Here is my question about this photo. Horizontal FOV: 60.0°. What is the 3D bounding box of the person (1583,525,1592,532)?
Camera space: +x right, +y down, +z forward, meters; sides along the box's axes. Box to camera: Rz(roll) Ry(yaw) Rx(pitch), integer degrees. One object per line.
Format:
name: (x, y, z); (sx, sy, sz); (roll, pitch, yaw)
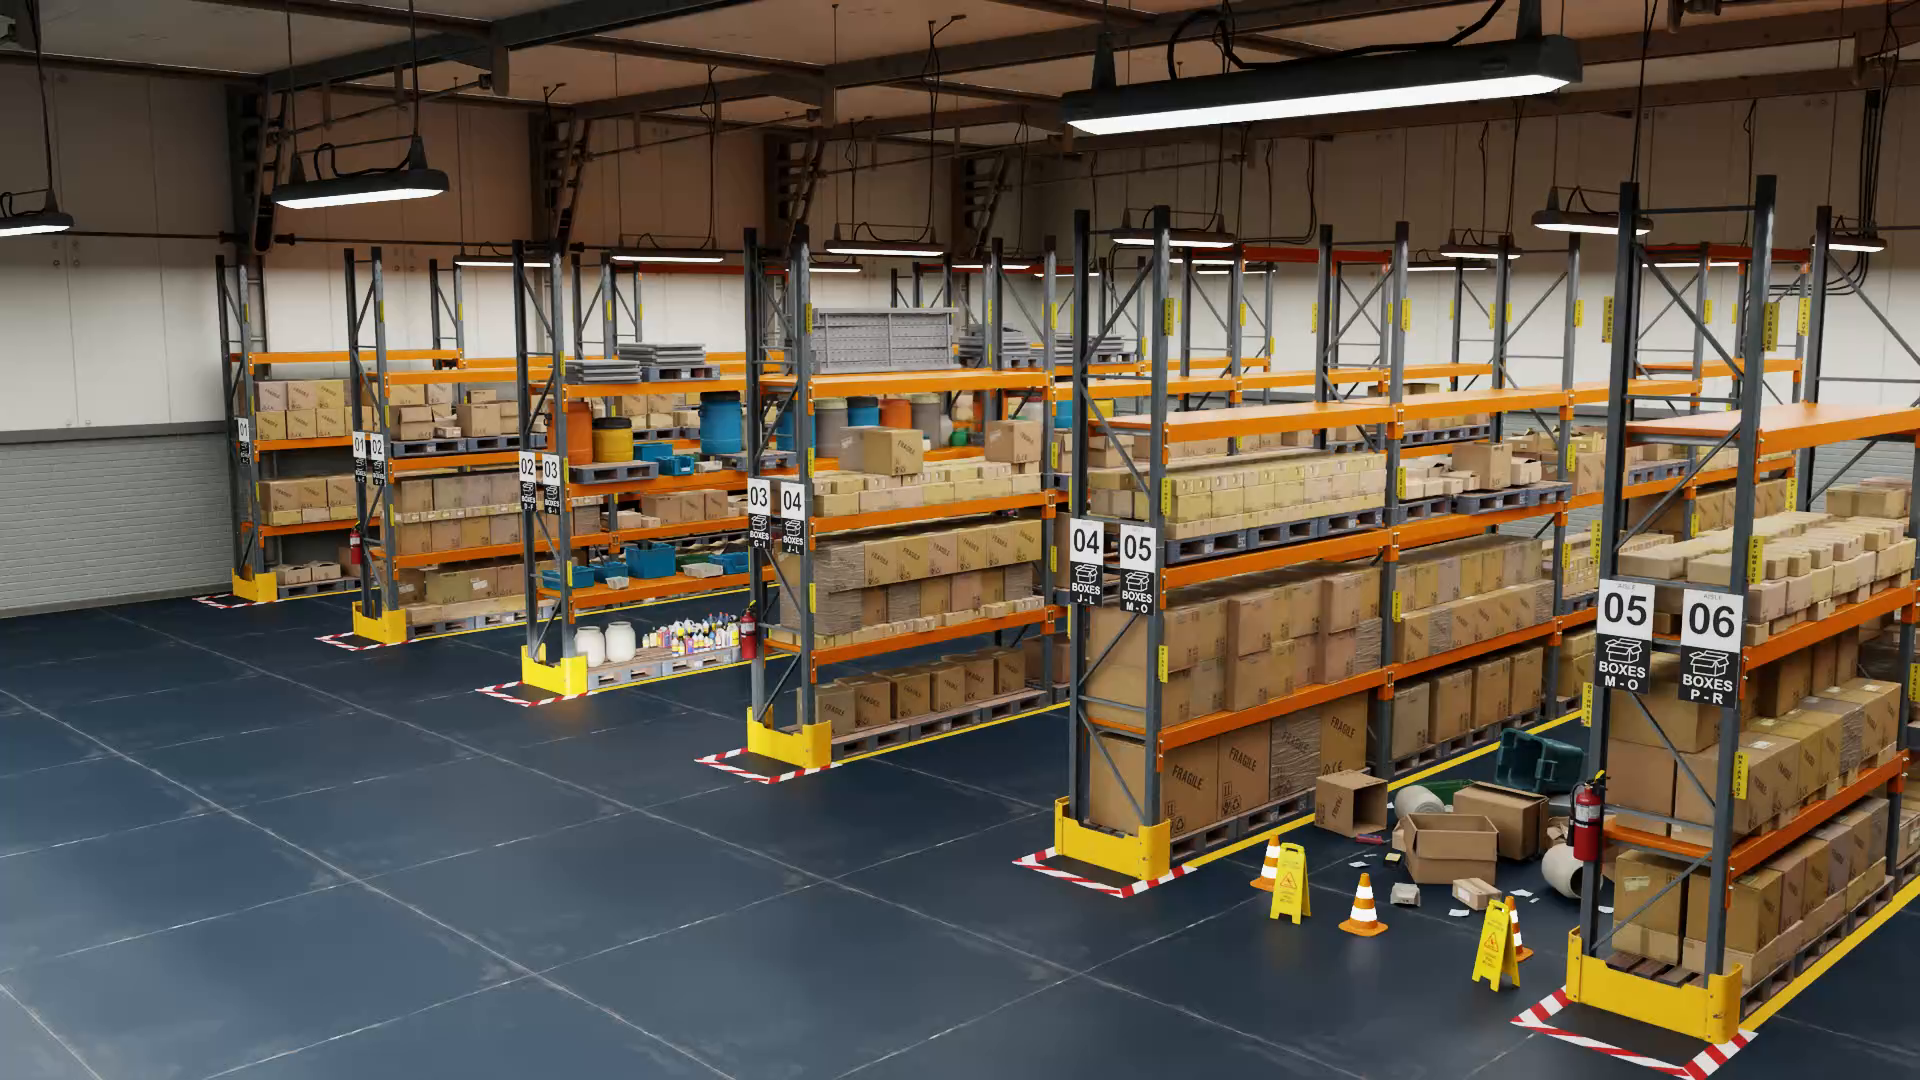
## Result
person: (9.982, 0.601, 26.418); (0.673, 1.694, 0.769); (8, 11, 44)

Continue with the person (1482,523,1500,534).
person: (9.884, -0.189, 31.794); (0.700, 1.760, 0.867); (-5, 10, -33)
